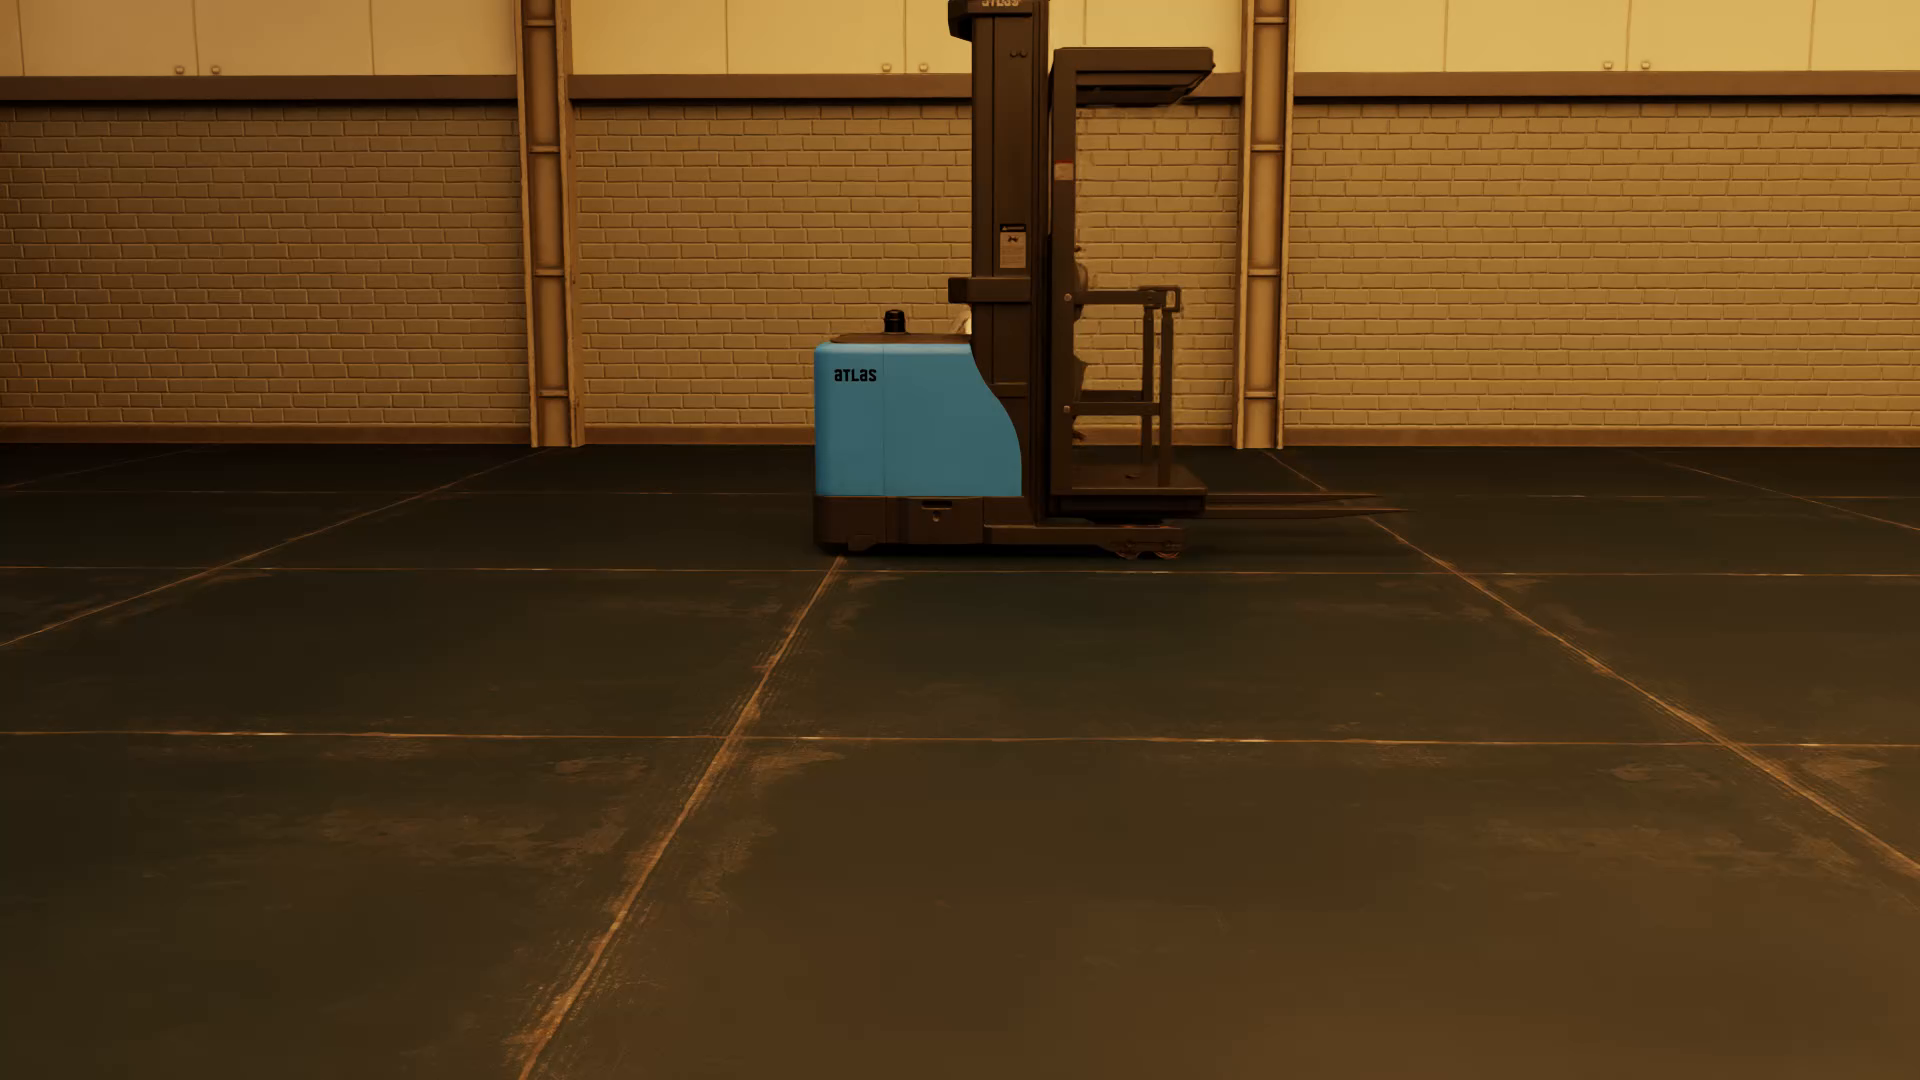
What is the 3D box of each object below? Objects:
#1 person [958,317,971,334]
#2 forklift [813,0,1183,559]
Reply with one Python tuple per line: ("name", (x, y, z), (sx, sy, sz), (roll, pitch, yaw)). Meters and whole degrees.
("person", (0.120, -0.789, 10.240), (0.665, 1.178, 0.771), (-4, 10, -27))
("forklift", (0.773, -1.436, 8.696), (3.031, 2.935, 1.130), (0, 9, 1))
